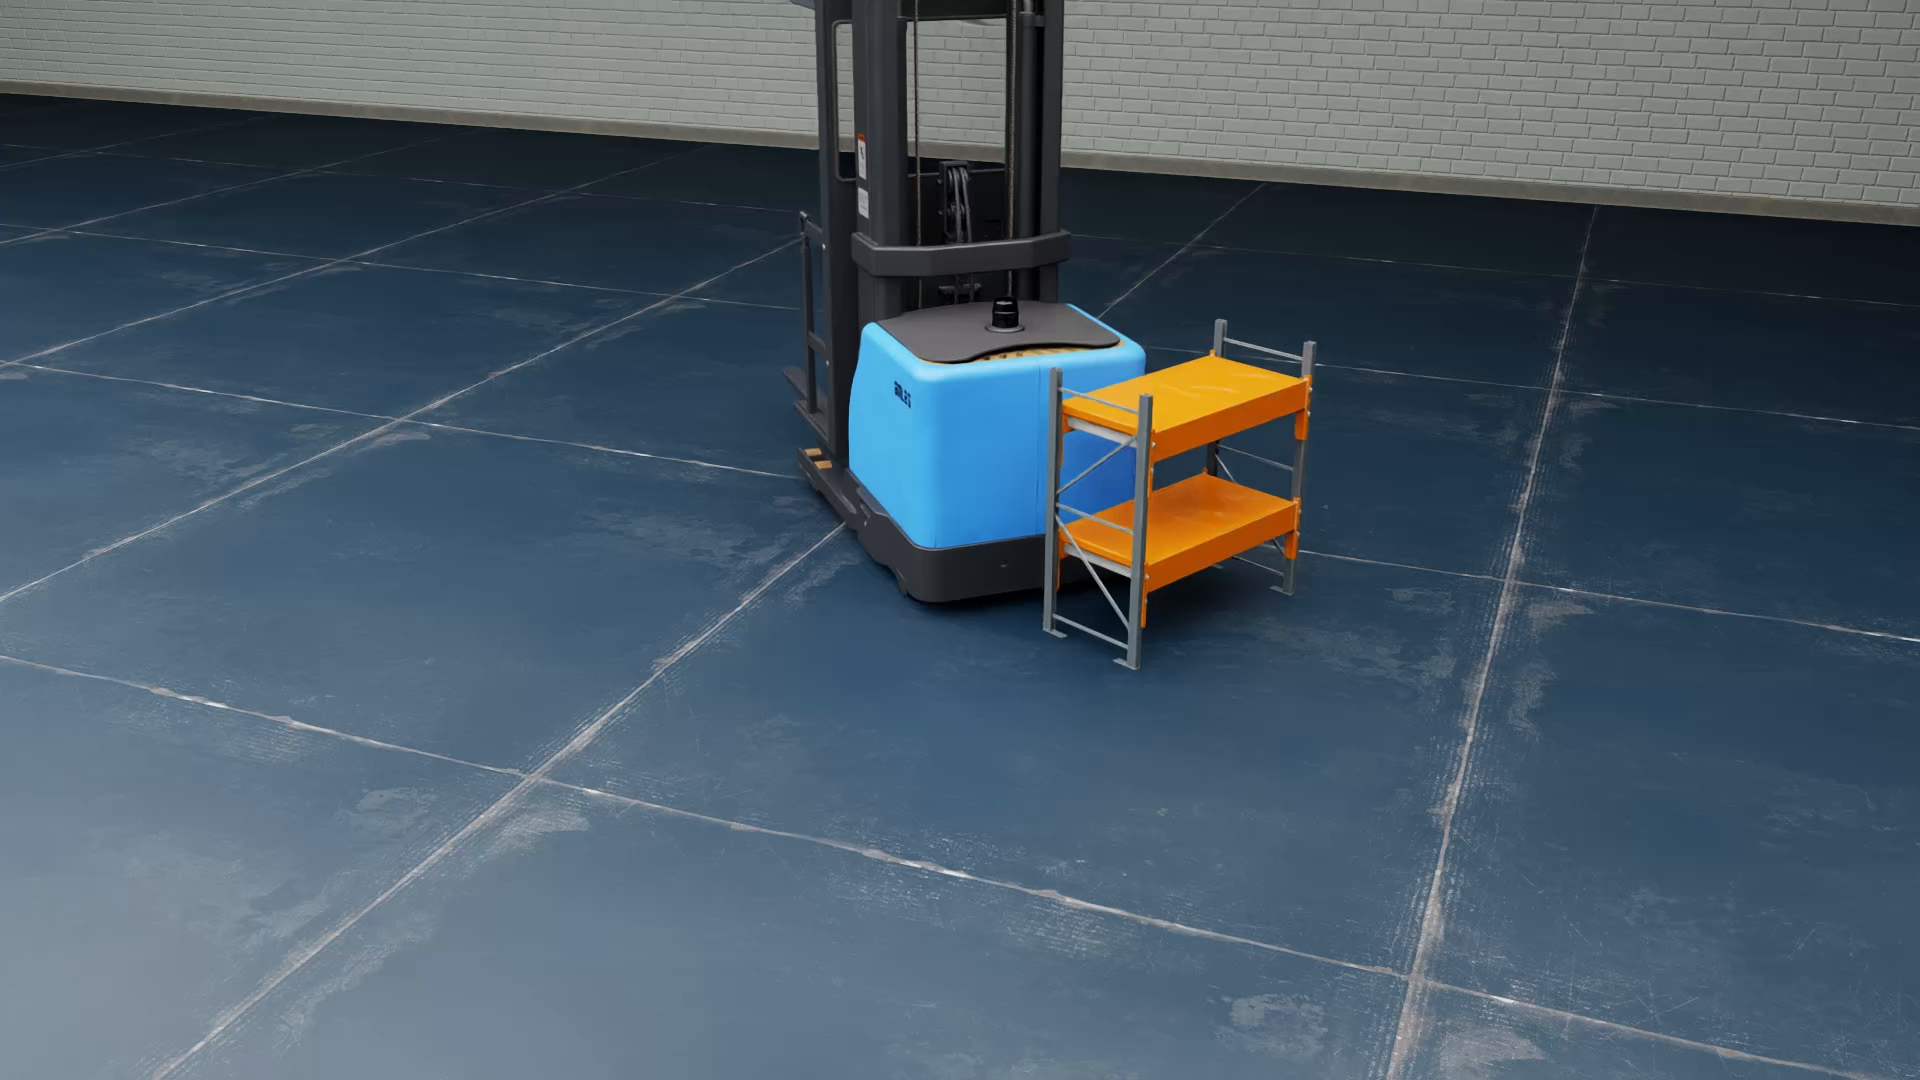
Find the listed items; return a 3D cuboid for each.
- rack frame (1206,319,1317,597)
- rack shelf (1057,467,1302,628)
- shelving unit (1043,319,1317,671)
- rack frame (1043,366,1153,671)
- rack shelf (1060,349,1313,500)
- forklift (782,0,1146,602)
[{"bbox_3d":[1.265,-0.349,7.123,0.032,1.125,0.500,-20,30,-39],"label":"rack frame"},{"bbox_3d":[0.895,0.011,6.896,1.000,0.278,0.538,-20,30,-39],"label":"rack shelf"},{"bbox_3d":[0.896,-0.214,6.801,1.048,1.125,0.538,-20,30,-39],"label":"shelving unit"},{"bbox_3d":[0.527,-0.079,6.478,0.032,1.125,0.500,-20,30,-39],"label":"rack frame"},{"bbox_3d":[0.896,-0.484,6.687,1.000,0.278,0.538,-20,30,-39],"label":"rack shelf"},{"bbox_3d":[-0.187,-1.631,7.851,1.130,2.935,3.031,-8,24,-18],"label":"forklift"}]
